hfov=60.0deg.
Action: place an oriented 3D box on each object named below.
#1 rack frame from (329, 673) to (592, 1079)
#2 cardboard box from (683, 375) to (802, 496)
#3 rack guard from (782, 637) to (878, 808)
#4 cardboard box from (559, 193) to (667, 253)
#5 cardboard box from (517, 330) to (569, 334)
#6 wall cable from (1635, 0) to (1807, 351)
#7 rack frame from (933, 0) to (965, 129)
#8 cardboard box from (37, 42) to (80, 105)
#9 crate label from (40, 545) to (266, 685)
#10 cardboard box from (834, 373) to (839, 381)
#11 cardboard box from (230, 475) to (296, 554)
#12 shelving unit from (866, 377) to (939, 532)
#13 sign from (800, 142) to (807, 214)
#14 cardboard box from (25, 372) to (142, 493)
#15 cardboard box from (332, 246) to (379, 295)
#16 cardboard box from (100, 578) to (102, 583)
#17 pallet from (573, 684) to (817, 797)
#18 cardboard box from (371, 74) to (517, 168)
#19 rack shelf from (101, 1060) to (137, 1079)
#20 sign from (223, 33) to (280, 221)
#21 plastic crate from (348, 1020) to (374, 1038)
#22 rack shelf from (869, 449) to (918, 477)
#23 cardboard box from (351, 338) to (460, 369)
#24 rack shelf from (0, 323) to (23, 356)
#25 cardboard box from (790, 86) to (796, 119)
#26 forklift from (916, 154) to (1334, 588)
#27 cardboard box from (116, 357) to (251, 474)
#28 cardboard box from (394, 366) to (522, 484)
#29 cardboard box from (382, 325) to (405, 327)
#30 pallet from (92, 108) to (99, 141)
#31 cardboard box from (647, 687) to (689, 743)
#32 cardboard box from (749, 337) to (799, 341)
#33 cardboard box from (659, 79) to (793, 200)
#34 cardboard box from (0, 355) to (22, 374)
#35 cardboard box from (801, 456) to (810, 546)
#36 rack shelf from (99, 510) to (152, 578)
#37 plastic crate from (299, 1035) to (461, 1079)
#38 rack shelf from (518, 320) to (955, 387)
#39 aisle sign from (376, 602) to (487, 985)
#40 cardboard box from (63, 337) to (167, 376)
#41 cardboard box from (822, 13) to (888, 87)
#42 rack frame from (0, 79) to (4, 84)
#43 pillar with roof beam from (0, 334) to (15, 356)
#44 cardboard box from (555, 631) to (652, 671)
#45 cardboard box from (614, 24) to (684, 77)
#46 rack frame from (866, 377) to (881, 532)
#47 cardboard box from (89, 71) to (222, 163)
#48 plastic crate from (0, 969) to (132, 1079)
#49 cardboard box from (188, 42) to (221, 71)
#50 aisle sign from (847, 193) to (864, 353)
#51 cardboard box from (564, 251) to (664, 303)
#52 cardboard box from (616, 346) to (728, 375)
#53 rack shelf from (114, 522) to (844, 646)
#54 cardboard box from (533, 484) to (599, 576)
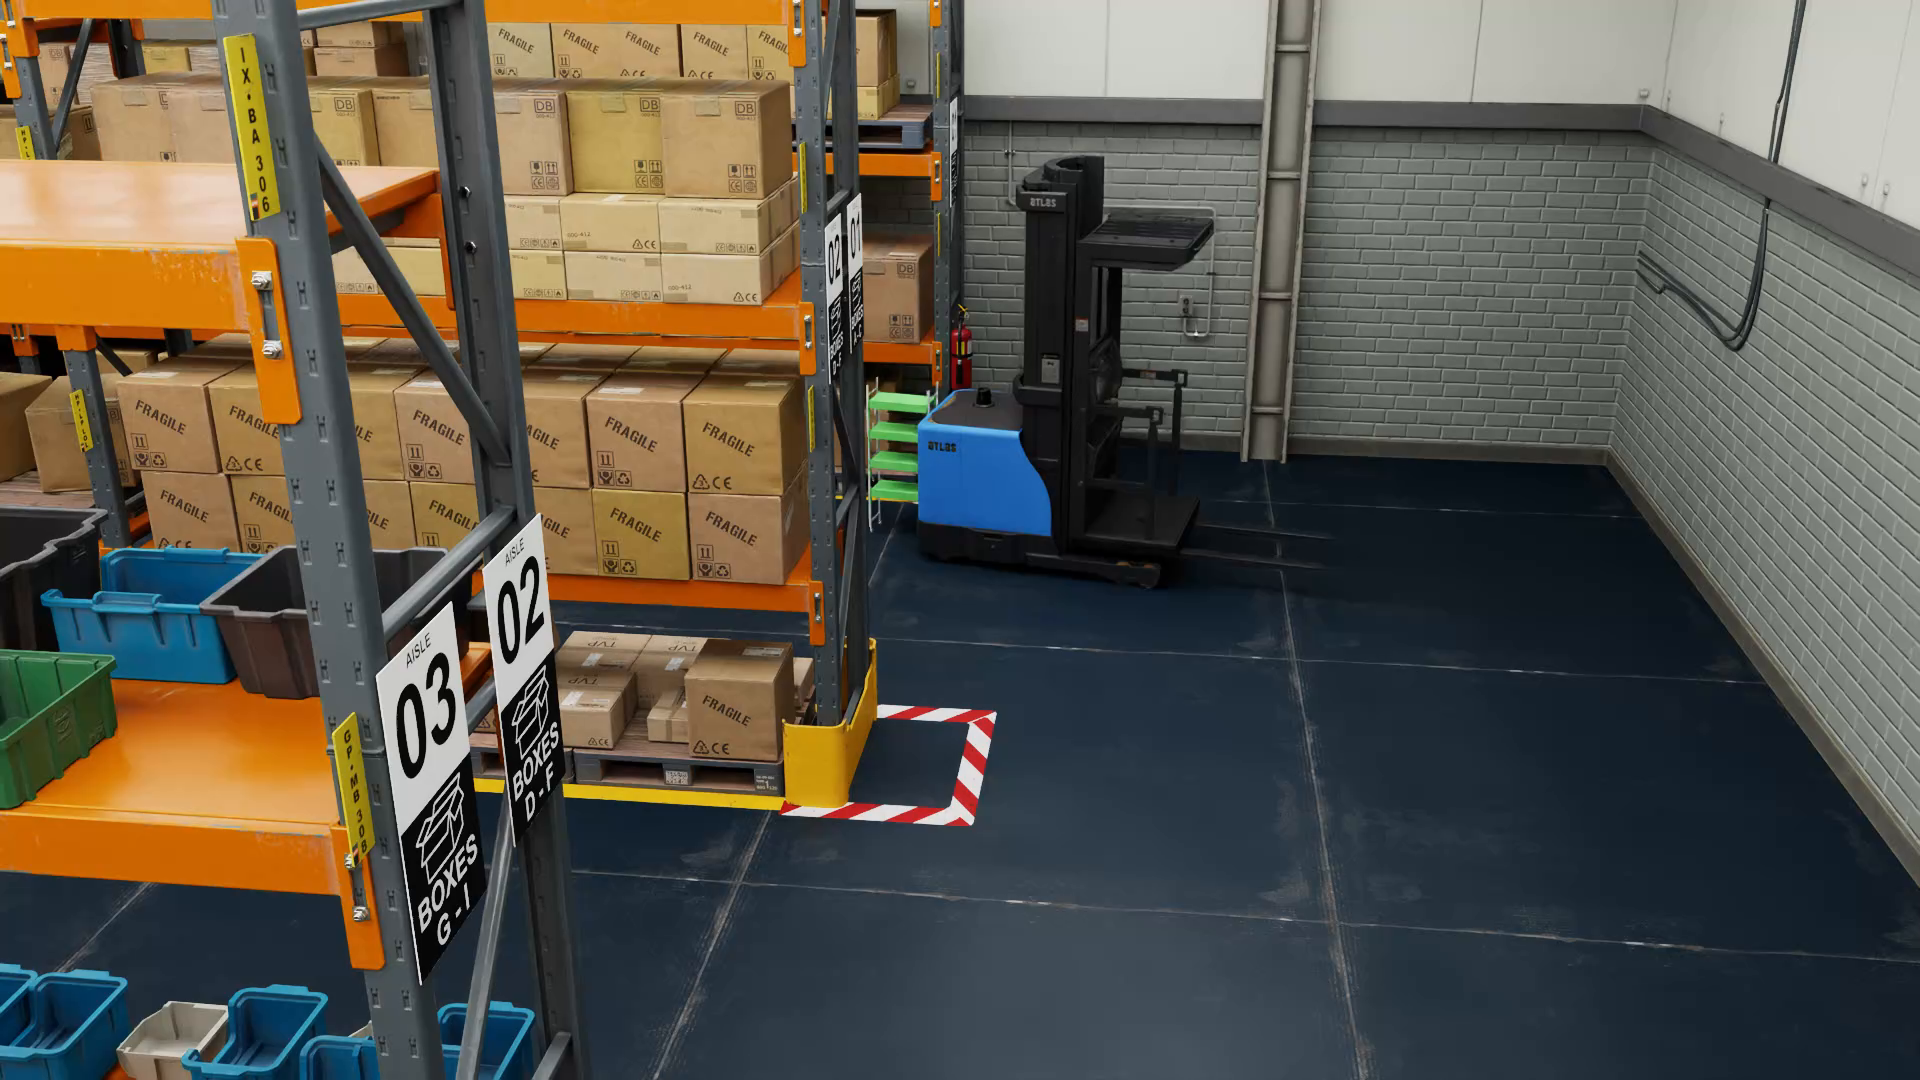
[{"bbox_3d":[-1.250,1.681,4.608,0.127,3.000,1.000,2,22,6],"label":"rack frame"},{"bbox_3d":[-1.138,-0.558,8.774,0.500,0.500,0.500,2,22,6],"label":"cardboard box"},{"bbox_3d":[-0.739,1.032,9.650,0.348,0.500,1.175,2,22,6],"label":"rack guard"},{"bbox_3d":[-1.700,-1.636,8.441,0.500,0.250,0.500,2,22,6],"label":"cardboard box"},{"bbox_3d":[-3.520,-2.219,14.065,0.700,0.700,0.980,3,22,7],"label":"cardboard box"},{"bbox_3d":[5.490,-2.907,12.276,0.112,2.526,3.097,2,22,6],"label":"wall cable"},{"bbox_3d":[-0.084,-4.726,12.654,0.127,3.000,1.000,2,22,6],"label":"rack frame"},{"bbox_3d":[-7.550,-3.928,13.983,0.500,0.500,0.700,1,22,2],"label":"cardboard box"},{"bbox_3d":[-2.128,0.197,4.483,0.502,0.251,0.408,2,22,6],"label":"crate label"},{"bbox_3d":[-1.147,-1.353,14.230,0.250,0.149,0.380,3,22,6],"label":"cardboard box"},{"bbox_3d":[-3.653,-0.204,9.241,0.500,0.500,0.500,3,22,7],"label":"cardboard box"},{"bbox_3d":[-0.440,-0.638,12.921,0.503,1.200,0.258,6,22,16],"label":"shelving unit"},{"bbox_3d":[-0.749,-1.732,7.957,0.005,0.325,0.100,2,22,6],"label":"sign"},{"bbox_3d":[-5.080,-0.644,9.782,0.500,0.500,0.700,-5,22,-12],"label":"cardboard box"},{"bbox_3d":[-3.190,-1.469,8.699,0.500,0.250,0.500,2,22,6],"label":"cardboard box"},{"bbox_3d":[-5.619,0.529,10.324,0.500,0.500,0.500,3,22,7],"label":"cardboard box"},{"bbox_3d":[-1.531,1.132,9.789,1.213,0.211,1.003,2,22,6],"label":"pallet"},{"bbox_3d":[-2.657,-2.141,8.699,0.500,0.500,0.700,2,22,6],"label":"cardboard box"},{"bbox_3d":[-3.236,1.929,4.959,4.000,0.370,1.077,2,22,6],"label":"rack shelf"},{"bbox_3d":[-1.299,-0.757,3.054,0.005,0.325,0.100,2,22,6],"label":"sign"},{"bbox_3d":[-1.766,1.601,5.088,0.298,0.136,0.250,2,22,6],"label":"plastic crate"},{"bbox_3d":[-0.440,-0.578,12.944,0.480,0.148,0.258,6,22,16],"label":"rack shelf"},{"bbox_3d":[-3.094,-0.841,9.492,0.500,0.500,0.500,3,22,7],"label":"cardboard box"},{"bbox_3d":[-10.015,-2.034,14.983,4.000,0.370,1.077,2,22,6],"label":"rack shelf"},{"bbox_3d":[-1.360,-3.460,13.028,0.500,0.250,0.500,2,22,4],"label":"cardboard box"},{"bbox_3d":[1.247,-1.233,12.073,3.031,2.935,1.130,6,22,16],"label":"forklift"},{"bbox_3d":[-4.201,-0.689,9.106,0.500,0.500,0.500,3,22,8],"label":"cardboard box"},{"bbox_3d":[-2.665,-0.622,8.937,0.500,0.500,0.500,3,22,8],"label":"cardboard box"},{"bbox_3d":[-4.679,-1.915,14.018,0.250,0.149,0.380,3,22,7],"label":"cardboard box"},{"bbox_3d":[-7.383,-3.581,14.094,1.003,0.211,1.213,3,22,9],"label":"pallet"},{"bbox_3d":[-1.624,1.002,9.581,0.250,0.166,0.380,2,22,6],"label":"cardboard box"},{"bbox_3d":[-1.316,-2.121,13.818,0.700,0.700,0.980,2,22,6],"label":"cardboard box"},{"bbox_3d":[-1.176,-2.050,8.469,0.500,0.500,0.700,2,22,6],"label":"cardboard box"},{"bbox_3d":[-8.750,-1.336,15.042,0.500,0.500,0.700,3,22,7],"label":"cardboard box"},{"bbox_3d":[-1.073,-0.289,9.455,0.500,0.500,0.500,3,22,7],"label":"cardboard box"},{"bbox_3d":[-6.622,-0.052,9.971,4.000,0.370,1.077,2,22,6],"label":"rack shelf"},{"bbox_3d":[-1.605,1.691,4.454,0.499,0.435,0.616,2,22,6],"label":"plastic crate"},{"bbox_3d":[-2.070,-1.688,14.108,4.000,0.370,1.077,2,22,6],"label":"rack shelf"},{"bbox_3d":[-1.213,0.582,3.851,0.004,0.787,0.394,2,22,6],"label":"aisle sign"},{"bbox_3d":[-7.314,-1.398,14.749,0.750,0.750,0.750,2,22,6],"label":"cardboard box"},{"bbox_3d":[-0.843,-3.784,12.828,0.500,0.500,0.500,2,22,6],"label":"cardboard box"},{"bbox_3d":[-8.029,-5.072,13.529,0.127,3.000,1.000,2,22,6],"label":"rack frame"},{"bbox_3d":[-9.725,-3.872,10.495,0.400,9.000,9.100,2,22,6],"label":"pillar with roof beam"},{"bbox_3d":[-2.163,0.777,10.037,0.500,0.250,0.500,2,22,6],"label":"cardboard box"},{"bbox_3d":[-2.379,-3.852,13.001,0.500,0.500,0.500,3,22,7],"label":"cardboard box"},{"bbox_3d":[-0.674,-0.664,12.987,0.015,1.200,0.240,6,22,16],"label":"rack frame"},{"bbox_3d":[-4.148,-2.200,8.848,0.500,0.500,0.700,2,22,6],"label":"cardboard box"},{"bbox_3d":[-2.764,1.543,5.103,0.300,0.233,0.416,2,22,6],"label":"plastic crate"},{"bbox_3d":[-5.968,-3.879,13.857,0.500,0.500,0.700,2,22,6],"label":"cardboard box"},{"bbox_3d":[-0.561,-1.440,8.967,0.004,0.787,0.394,2,22,6],"label":"aisle sign"},{"bbox_3d":[-1.700,-1.404,8.535,0.500,0.250,0.500,2,22,6],"label":"cardboard box"},{"bbox_3d":[-1.593,-0.774,9.322,0.500,0.500,0.500,3,22,7],"label":"cardboard box"},{"bbox_3d":[-2.650,0.121,9.533,4.000,0.370,1.077,2,22,6],"label":"rack shelf"},{"bbox_3d":[-2.151,-0.138,9.074,0.500,0.500,0.500,3,22,7],"label":"cardboard box"}]
